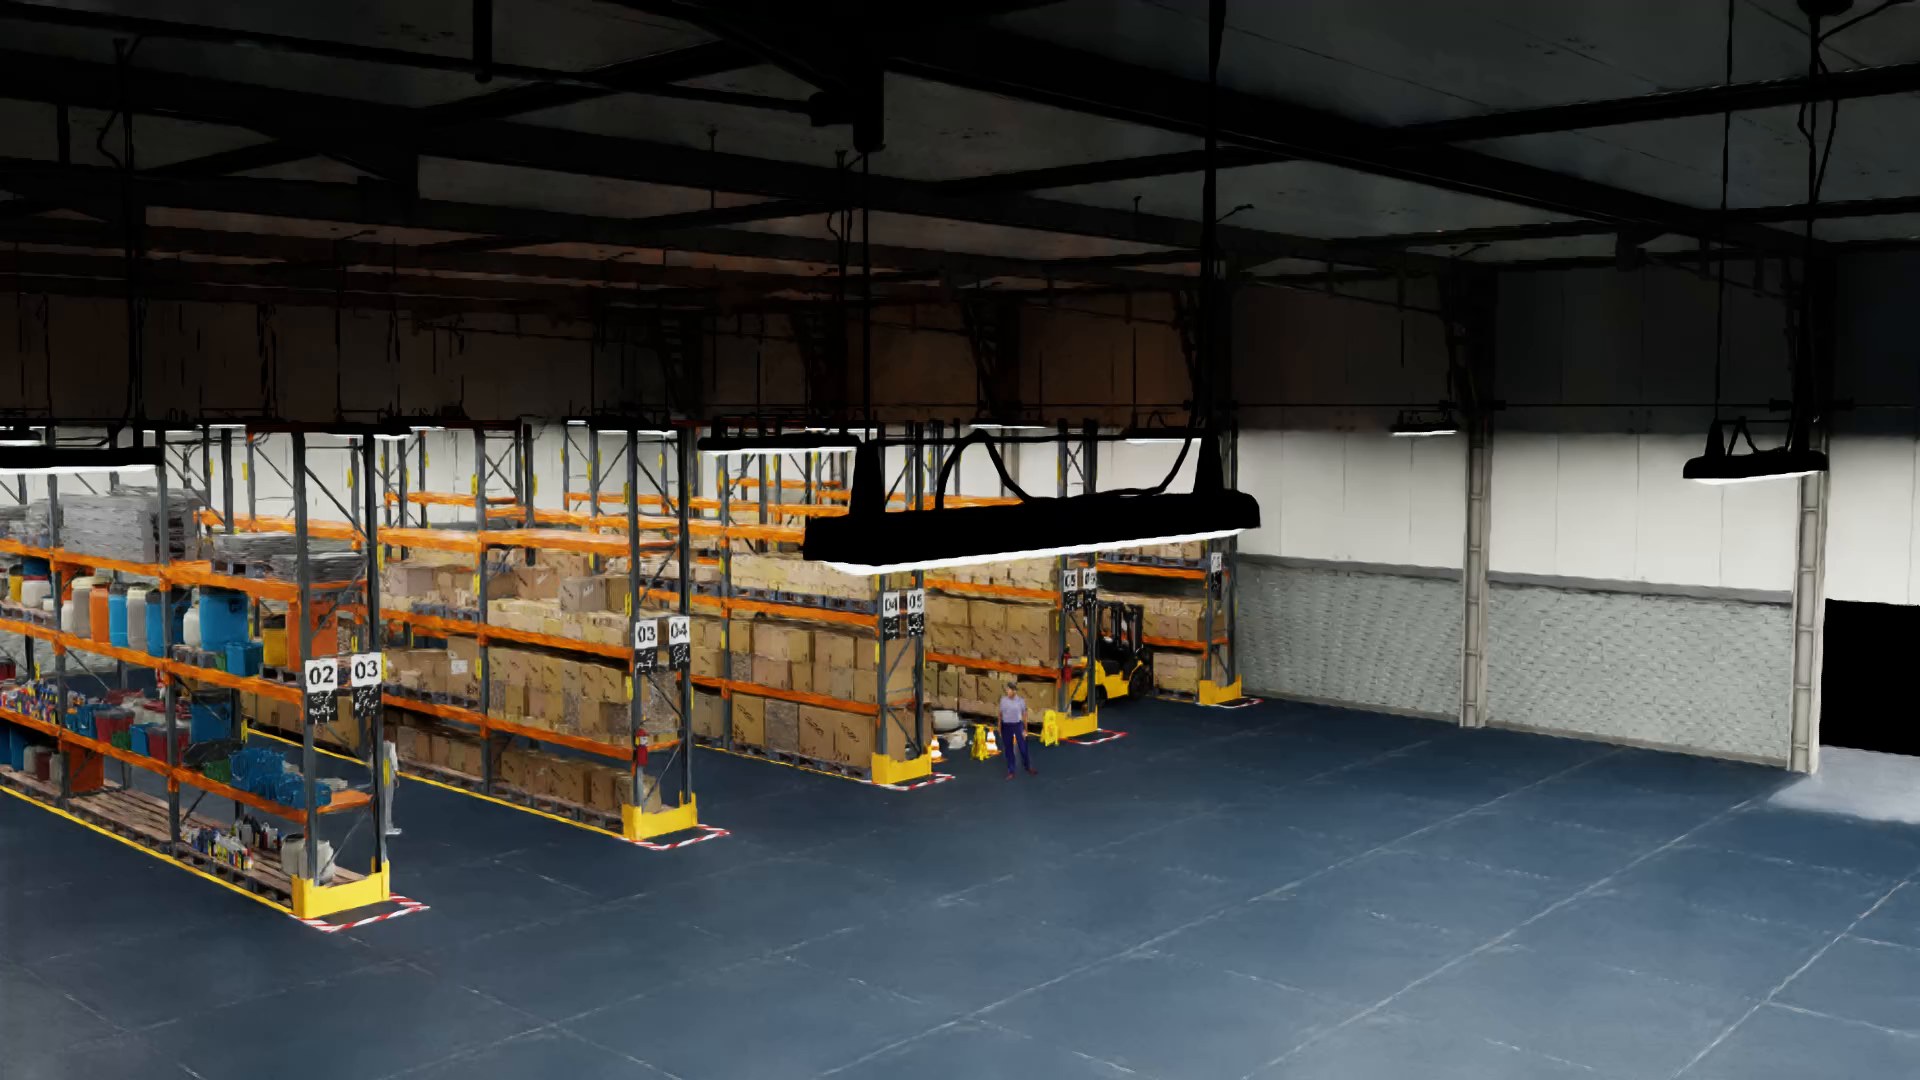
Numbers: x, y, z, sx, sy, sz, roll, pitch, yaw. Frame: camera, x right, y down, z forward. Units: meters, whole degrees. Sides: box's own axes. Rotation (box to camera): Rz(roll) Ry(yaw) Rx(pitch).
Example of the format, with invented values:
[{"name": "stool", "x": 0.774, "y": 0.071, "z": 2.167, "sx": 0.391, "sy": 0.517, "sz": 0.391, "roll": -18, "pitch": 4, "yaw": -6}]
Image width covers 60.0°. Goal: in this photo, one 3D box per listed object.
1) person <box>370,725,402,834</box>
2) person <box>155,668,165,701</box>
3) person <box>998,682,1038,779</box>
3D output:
[{"name": "person", "x": -8.466, "y": 3.515, "z": 24.506, "sx": 0.504, "sy": 1.603, "sz": 0.419, "roll": 1, "pitch": 5, "yaw": 14}, {"name": "person", "x": -15.131, "y": 2.860, "z": 31.581, "sx": 0.401, "sy": 1.825, "sz": 0.587, "roll": -3, "pitch": 5, "yaw": -31}, {"name": "person", "x": 0.970, "y": 3.208, "z": 28.160, "sx": 0.669, "sy": 1.648, "sz": 0.479, "roll": 1, "pitch": 5, "yaw": 16}]
